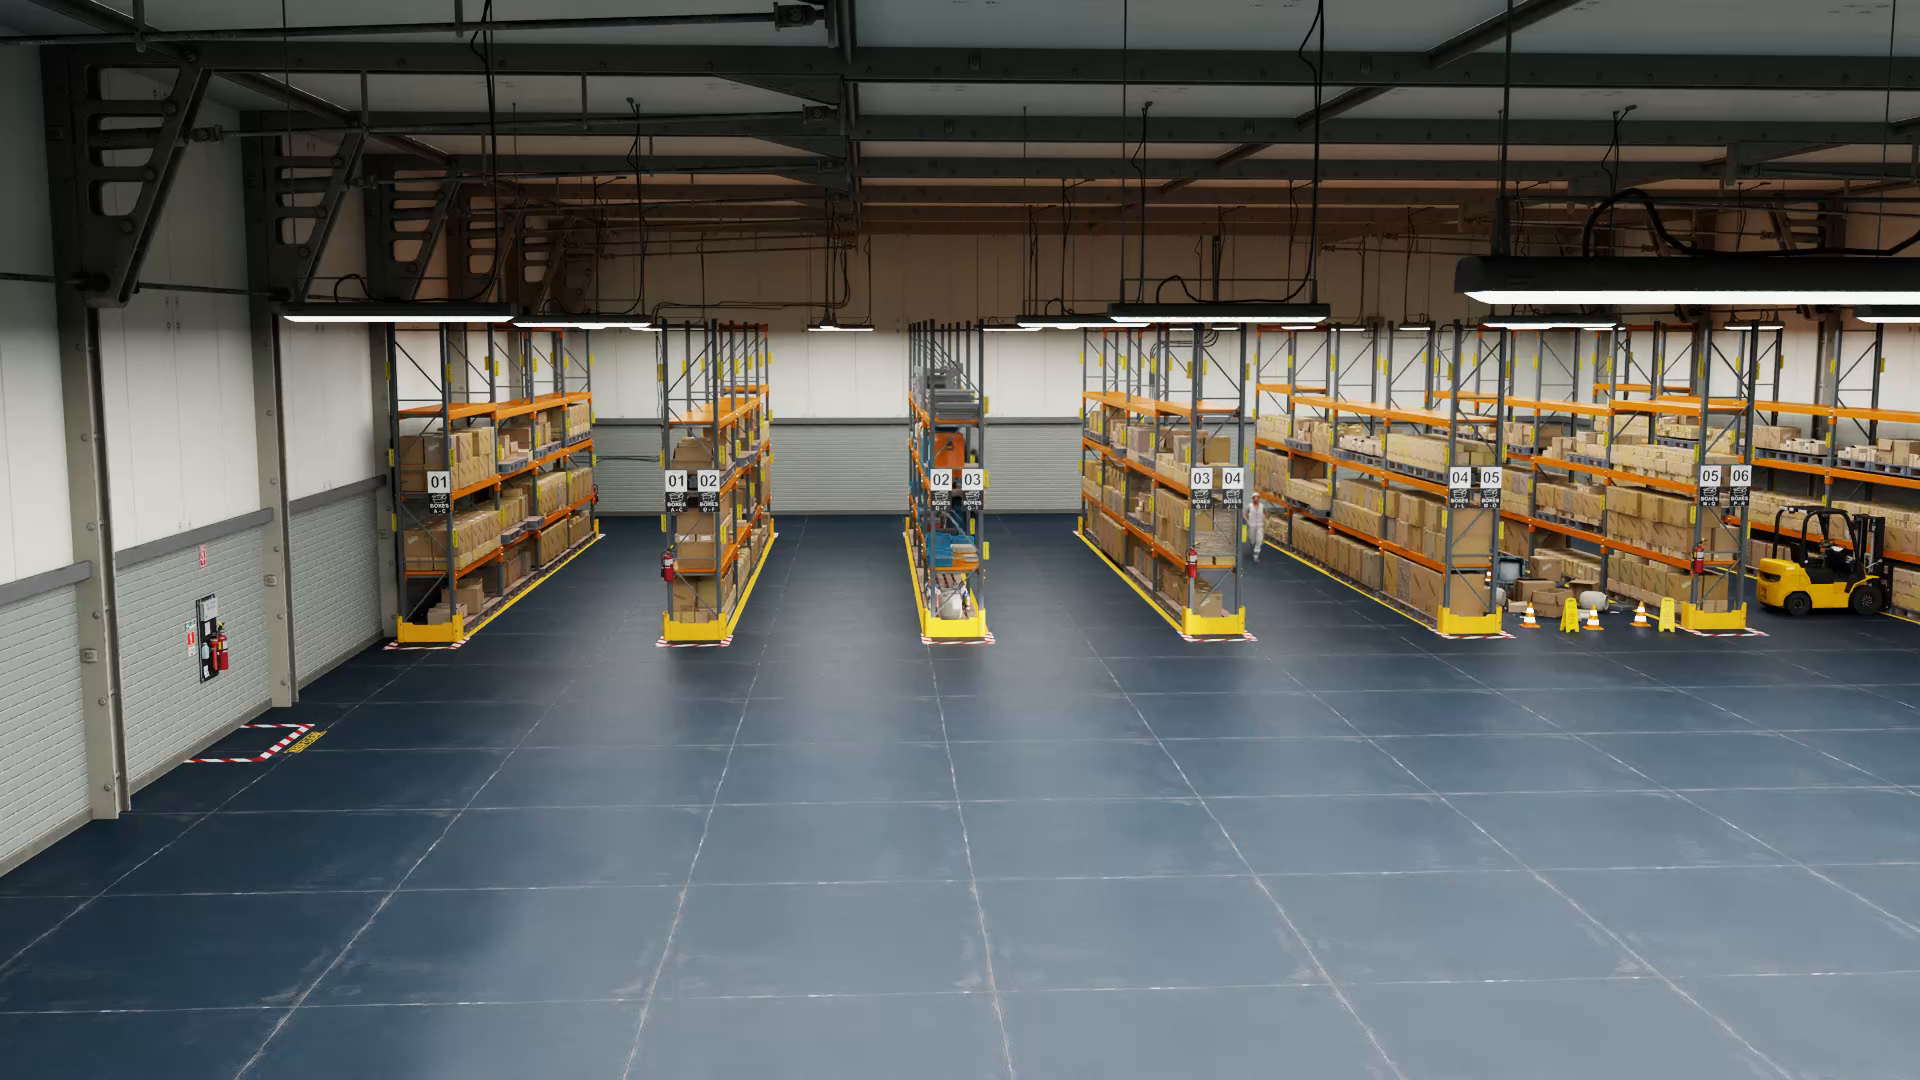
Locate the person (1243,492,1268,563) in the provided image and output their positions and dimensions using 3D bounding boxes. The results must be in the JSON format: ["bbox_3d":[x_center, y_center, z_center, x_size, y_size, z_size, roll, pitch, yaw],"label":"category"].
[{"bbox_3d":[7.492,-0.334,42.090,0.669,1.748,0.848,0,7,-1],"label":"person"}]

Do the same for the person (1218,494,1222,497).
[{"bbox_3d":[7.696,-1.121,48.770,0.887,1.648,0.616,-3,8,-20],"label":"person"}]
